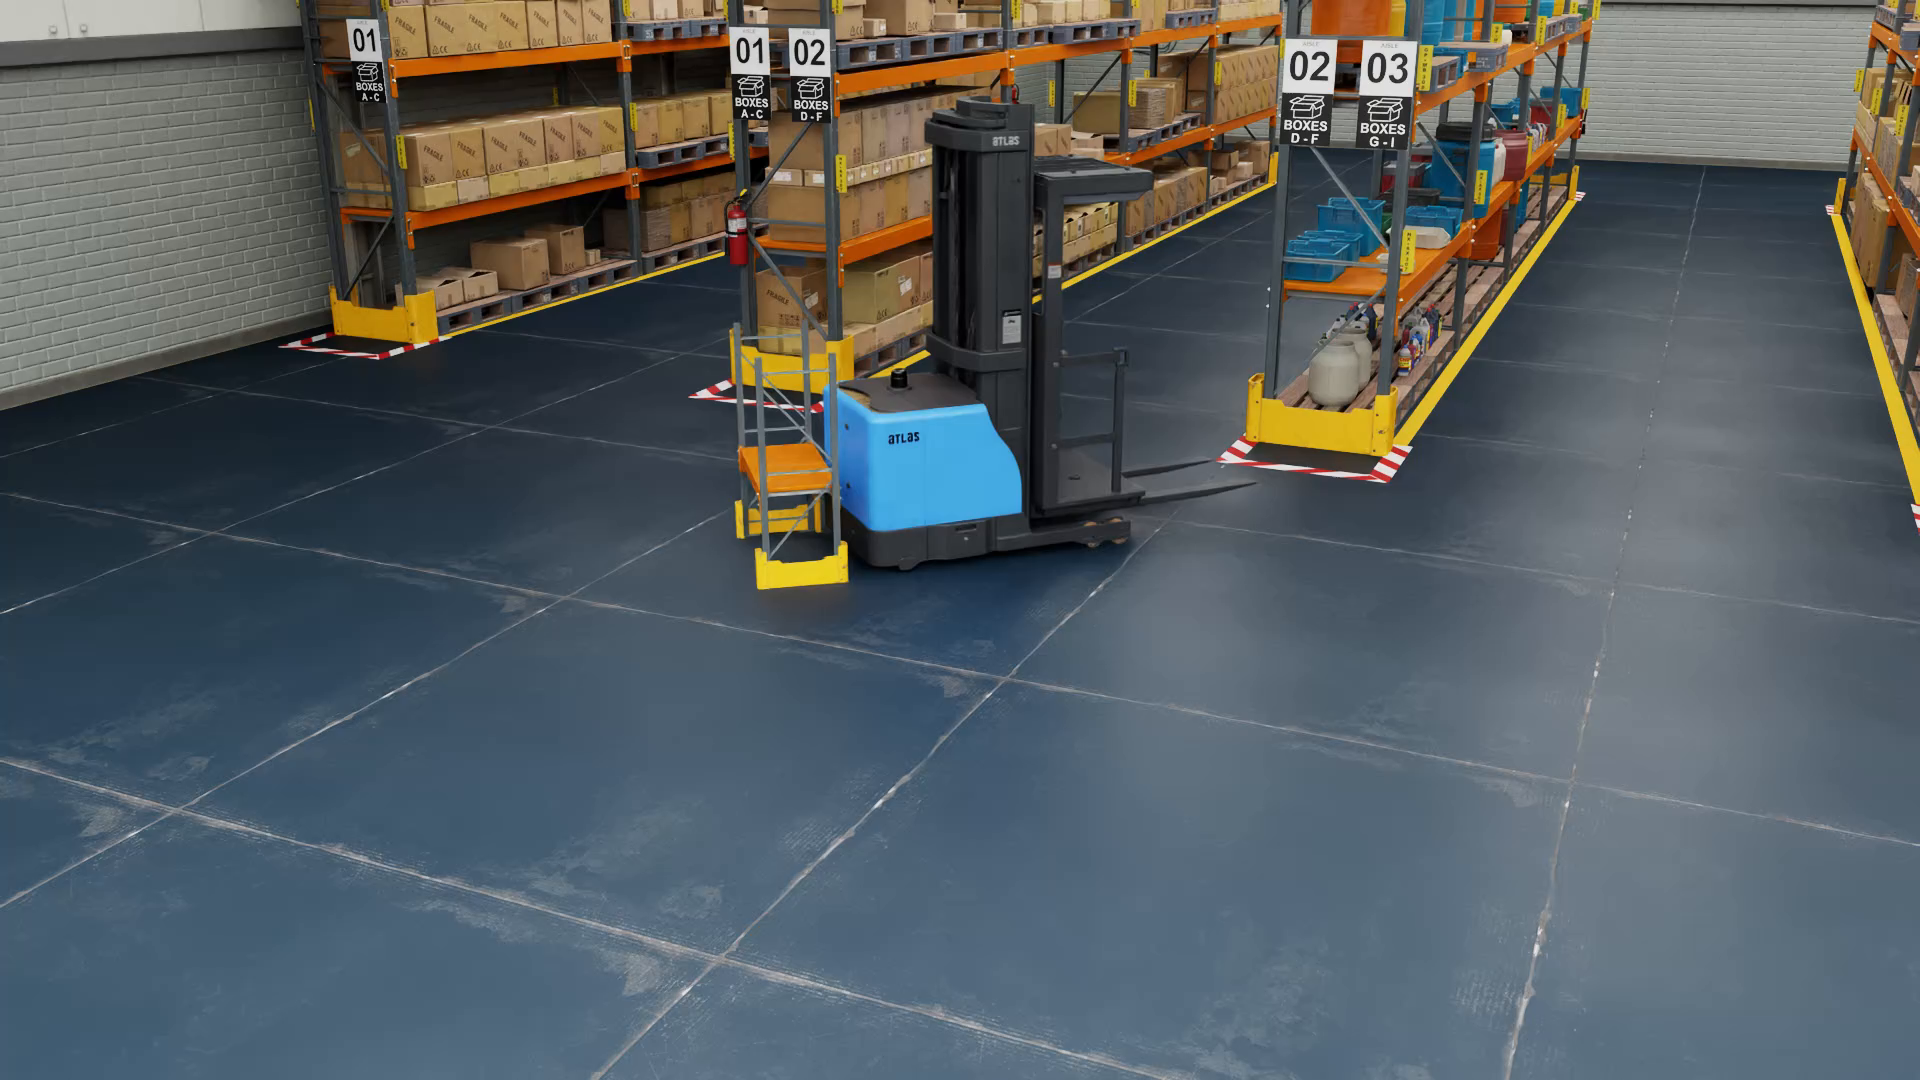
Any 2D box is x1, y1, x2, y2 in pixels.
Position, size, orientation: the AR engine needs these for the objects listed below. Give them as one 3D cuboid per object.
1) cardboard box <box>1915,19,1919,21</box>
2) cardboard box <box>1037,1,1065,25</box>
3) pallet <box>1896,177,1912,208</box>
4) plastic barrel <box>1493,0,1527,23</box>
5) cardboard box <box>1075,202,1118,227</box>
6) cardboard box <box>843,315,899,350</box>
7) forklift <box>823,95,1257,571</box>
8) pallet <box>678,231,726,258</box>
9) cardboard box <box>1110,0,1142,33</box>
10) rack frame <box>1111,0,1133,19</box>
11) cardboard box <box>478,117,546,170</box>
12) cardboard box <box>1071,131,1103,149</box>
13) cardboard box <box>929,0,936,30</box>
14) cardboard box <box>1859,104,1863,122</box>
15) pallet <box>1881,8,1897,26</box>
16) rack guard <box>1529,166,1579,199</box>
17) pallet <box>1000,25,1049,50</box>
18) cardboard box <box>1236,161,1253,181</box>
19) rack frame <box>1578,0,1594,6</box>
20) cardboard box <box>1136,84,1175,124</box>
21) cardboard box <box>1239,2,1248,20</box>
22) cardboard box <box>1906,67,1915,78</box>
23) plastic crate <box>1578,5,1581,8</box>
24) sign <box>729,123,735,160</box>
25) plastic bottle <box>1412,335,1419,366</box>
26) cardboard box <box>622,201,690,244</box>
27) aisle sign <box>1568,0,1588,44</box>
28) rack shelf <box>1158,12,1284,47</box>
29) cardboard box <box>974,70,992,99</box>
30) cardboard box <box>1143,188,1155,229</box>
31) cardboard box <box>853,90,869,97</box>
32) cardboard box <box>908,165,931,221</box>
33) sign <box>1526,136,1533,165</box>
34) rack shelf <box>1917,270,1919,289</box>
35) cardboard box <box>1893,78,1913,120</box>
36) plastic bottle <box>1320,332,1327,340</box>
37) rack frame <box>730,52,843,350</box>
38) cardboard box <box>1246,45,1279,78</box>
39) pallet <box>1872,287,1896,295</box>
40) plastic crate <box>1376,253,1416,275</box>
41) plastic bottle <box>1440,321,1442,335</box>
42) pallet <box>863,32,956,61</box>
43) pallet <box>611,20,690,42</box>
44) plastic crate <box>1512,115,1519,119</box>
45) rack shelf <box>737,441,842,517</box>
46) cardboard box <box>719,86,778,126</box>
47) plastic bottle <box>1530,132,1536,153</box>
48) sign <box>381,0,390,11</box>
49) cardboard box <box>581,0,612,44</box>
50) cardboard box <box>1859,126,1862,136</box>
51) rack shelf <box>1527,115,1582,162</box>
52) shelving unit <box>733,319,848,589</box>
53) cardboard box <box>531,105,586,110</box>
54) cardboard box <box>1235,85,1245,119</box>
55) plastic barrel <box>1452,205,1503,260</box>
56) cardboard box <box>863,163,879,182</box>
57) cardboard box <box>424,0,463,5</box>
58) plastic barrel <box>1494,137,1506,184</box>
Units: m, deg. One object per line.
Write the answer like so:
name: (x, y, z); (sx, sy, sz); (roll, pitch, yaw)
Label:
cardboard box: (11.867, -6.416, 20.063); (0.500, 0.311, 0.500); (8, 21, 21)
cardboard box: (0.925, -6.201, 19.550); (0.500, 0.250, 0.500); (7, 21, 18)
pallet: (10.566, -3.624, 17.470); (1.213, 0.211, 1.003); (9, 21, 23)
plastic barrel: (6.477, -6.613, 19.844); (0.600, 0.830, 0.708); (9, 21, 23)
cardboard box: (1.735, -4.280, 21.668); (0.500, 0.311, 0.500); (9, 22, 24)
cardboard box: (-0.928, -2.051, 16.237); (0.500, 0.250, 0.500); (9, 21, 23)
forklift: (0.623, -1.488, 11.279); (3.031, 2.935, 1.130); (-8, 21, -22)
pallet: (-3.619, -4.062, 22.576); (1.003, 0.211, 1.213); (9, 21, 23)
cardboard box: (1.872, -6.906, 21.785); (0.910, 0.500, 0.500); (9, 21, 23)
rack frame: (1.724, -8.134, 20.911); (1.000, 3.000, 0.127); (9, 21, 23)
cardboard box: (-4.973, -4.404, 18.450); (0.500, 0.500, 0.500); (9, 22, 24)
cardboard box: (1.536, -5.160, 21.636); (0.500, 0.311, 0.500); (10, 22, 26)
cardboard box: (-0.703, -5.324, 16.498); (0.797, 0.503, 0.637); (11, 22, 29)
cardboard box: (13.387, -6.193, 24.185); (0.500, 0.250, 0.500); (8, 21, 22)
pallet: (13.244, -7.162, 22.786); (1.003, 0.211, 1.213); (9, 21, 23)
rack guard: (9.516, -5.904, 27.323); (1.175, 0.500, 0.348); (9, 21, 23)
pallet: (0.436, -5.679, 18.771); (0.805, 0.209, 1.217); (8, 21, 21)
cardboard box: (4.586, -6.179, 27.813); (0.500, 0.250, 0.500); (9, 21, 23)
rack frame: (9.518, -9.899, 25.874); (1.000, 3.000, 0.127); (9, 21, 23)
cardboard box: (2.695, -6.227, 23.725); (0.700, 0.500, 0.500); (3, 20, 9)
cardboard box: (4.202, -8.293, 26.057); (0.500, 0.250, 0.500); (9, 21, 23)
cardboard box: (14.077, -6.631, 24.297); (0.500, 0.500, 0.500); (9, 21, 23)
plastic crate: (8.639, -7.543, 23.922); (0.497, 0.269, 0.590); (9, 21, 23)
sign: (-2.041, -3.598, 15.028); (0.100, 0.325, 0.005); (9, 21, 23)
plastic bottle: (4.174, -1.750, 15.328); (0.097, 0.271, 0.097); (0, 20, 0)
cardboard box: (-3.982, -4.185, 21.834); (0.700, 0.500, 0.500); (8, 21, 22)
aisle sign: (9.815, -8.279, 26.392); (0.394, 0.787, 0.004); (9, 21, 23)
rack shelf: (4.181, -8.216, 26.692); (1.077, 0.370, 4.000); (9, 21, 23)
cardboard box: (-0.008, -8.192, 29.579); (0.980, 0.700, 0.700); (8, 21, 22)
cardboard box: (2.381, -4.598, 22.995); (0.500, 0.500, 0.500); (8, 21, 21)
cardboard box: (-1.731, -6.767, 25.397); (0.500, 0.500, 0.500); (9, 22, 24)
cardboard box: (-0.717, -3.524, 16.751); (0.700, 0.500, 0.500); (9, 22, 24)
sign: (6.747, -4.630, 19.769); (0.100, 0.325, 0.005); (9, 21, 23)
rack shelf: (8.304, -1.774, 13.054); (1.077, 0.370, 4.000); (9, 21, 23)
cardboard box: (12.144, -5.493, 20.792); (0.797, 0.503, 0.637); (8, 21, 21)
plastic bottle: (3.349, -1.769, 15.362); (0.061, 0.283, 0.133); (9, 22, 24)
rack frame: (-1.552, -2.862, 15.040); (1.000, 3.000, 0.127); (9, 21, 23)
cardboard box: (5.069, -8.098, 28.120); (0.500, 0.500, 0.500); (8, 21, 22)
pallet: (11.152, -2.864, 19.207); (1.003, 0.211, 1.213); (9, 21, 23)
plastic crate: (3.626, -2.286, 13.815); (0.298, 0.136, 0.250); (9, 21, 23)
plastic bottle: (4.740, -2.139, 16.527); (0.097, 0.201, 0.097); (0, 20, 0)
pallet: (-0.740, -4.821, 16.202); (1.003, 0.211, 1.213); (9, 21, 23)
pallet: (-4.084, -6.262, 20.405); (1.213, 0.211, 1.003); (9, 21, 23)
plastic crate: (8.319, -6.327, 25.087); (0.293, 0.136, 0.466); (9, 21, 23)
rack shelf: (-1.135, -0.417, 10.940); (0.538, 0.185, 1.000); (-5, 20, -14)
cardboard box: (-2.980, -6.096, 23.326); (0.700, 0.500, 0.500); (6, 20, 16)
plastic bottle: (7.507, -5.248, 21.935); (0.152, 0.276, 0.135); (9, 21, 23)
sign: (-5.577, -5.291, 16.090); (0.100, 0.325, 0.005); (9, 21, 23)
cardboard box: (-4.417, -6.044, 19.332); (0.500, 0.500, 0.500); (9, 22, 24)
cardboard box: (13.066, -5.818, 23.726); (0.380, 0.149, 0.250); (8, 21, 22)
rack shelf: (8.699, -6.122, 25.280); (1.077, 0.370, 4.000); (9, 21, 23)
shelving unit: (-1.137, -0.590, 10.888); (0.587, 1.500, 1.083); (-5, 20, -14)
cardboard box: (-4.817, -4.940, 19.959); (0.500, 0.500, 0.500); (8, 21, 21)
cardboard box: (4.233, -7.006, 26.542); (0.500, 0.500, 0.500); (8, 21, 22)
plastic barrel: (6.427, -3.954, 20.723); (0.600, 0.830, 0.708); (9, 21, 23)
cardboard box: (-0.985, -3.462, 15.611); (0.380, 0.149, 0.250); (9, 21, 23)
cardboard box: (-5.442, -5.712, 16.907); (0.500, 0.500, 0.500); (8, 21, 22)
plastic barrel: (6.015, -4.336, 19.017); (0.421, 0.512, 0.421); (0, 20, 0)
